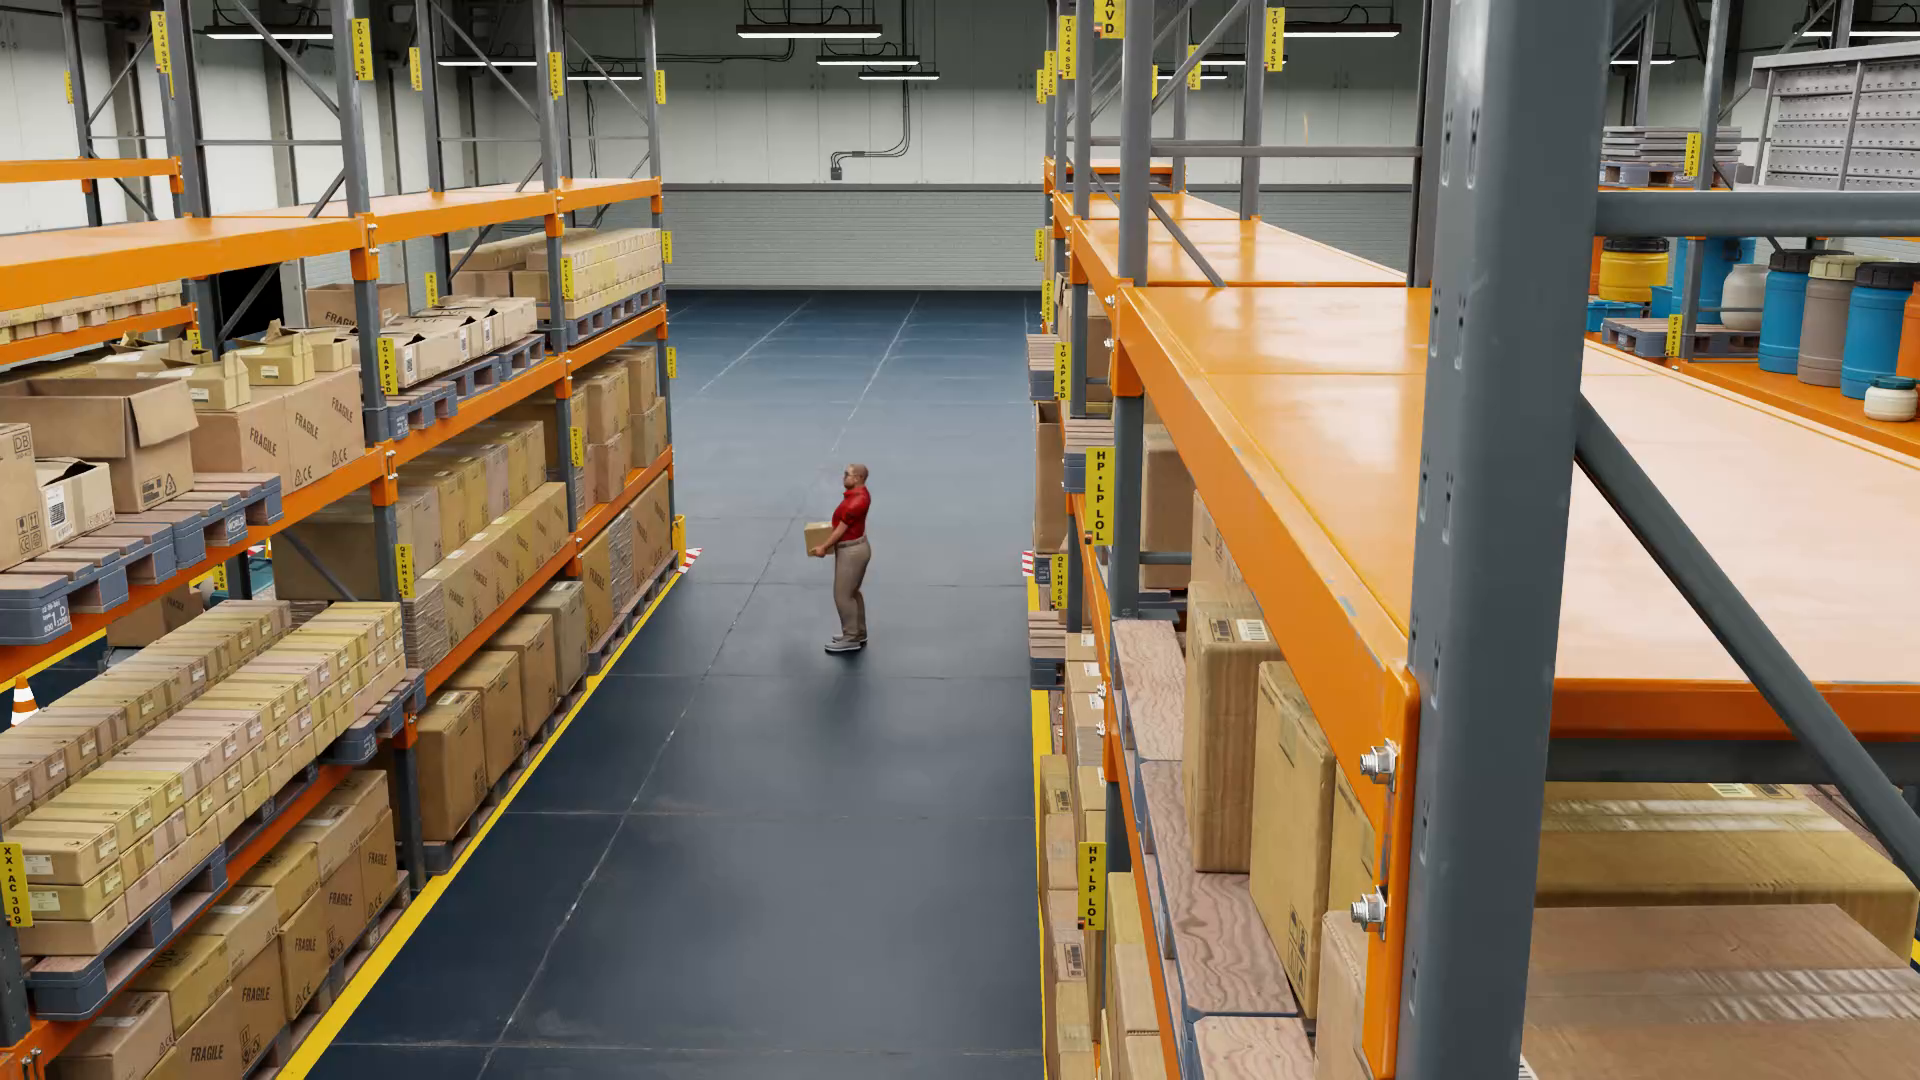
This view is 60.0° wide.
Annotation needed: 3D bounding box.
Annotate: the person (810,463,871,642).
[{"bbox_3d":[-1.073,0.109,14.963,0.538,1.641,0.494,1,14,2],"label":"person"}]
